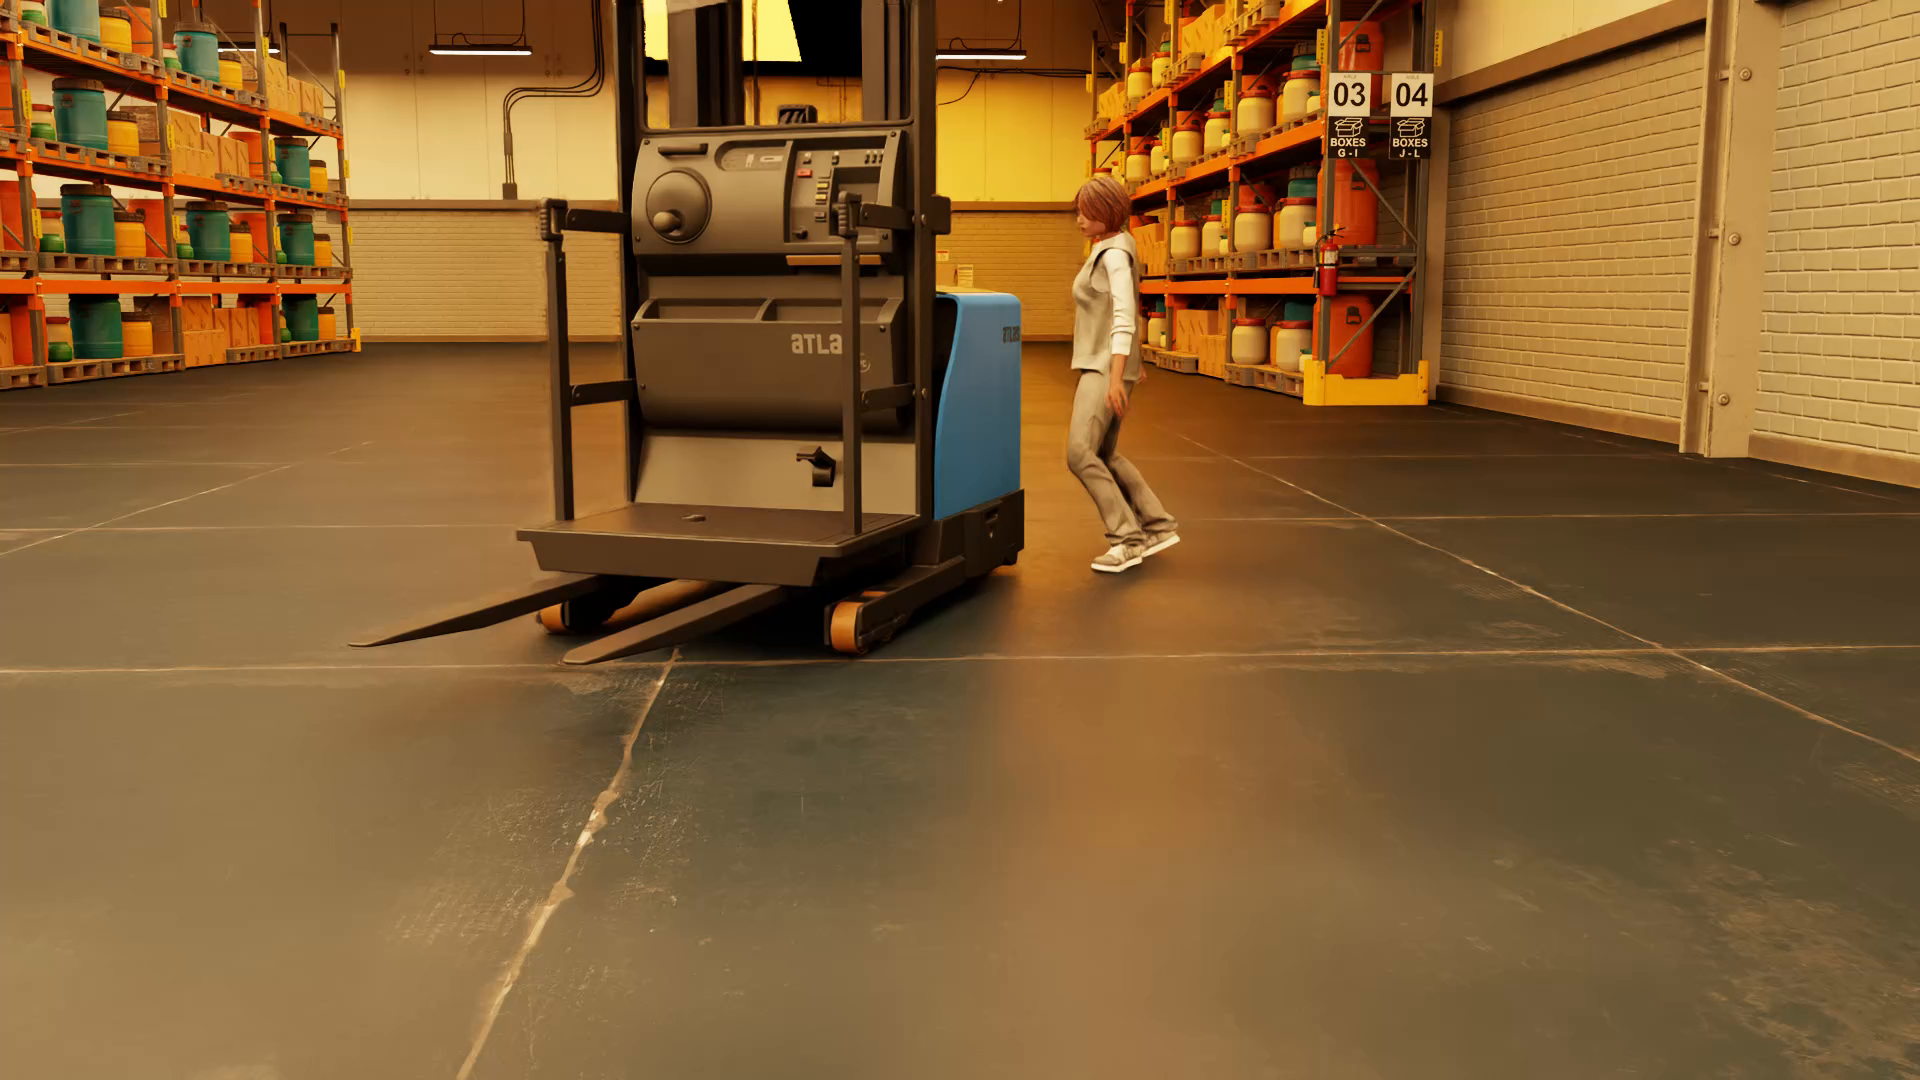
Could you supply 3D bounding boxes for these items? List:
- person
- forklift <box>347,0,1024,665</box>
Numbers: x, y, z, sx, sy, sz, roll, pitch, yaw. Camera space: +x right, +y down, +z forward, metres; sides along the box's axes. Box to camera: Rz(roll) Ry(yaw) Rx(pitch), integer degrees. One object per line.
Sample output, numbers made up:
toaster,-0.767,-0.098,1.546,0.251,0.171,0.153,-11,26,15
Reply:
person,0.674,-0.657,6.689,0.440,1.539,0.747,1,9,9
forklift,-0.703,-1.170,5.210,1.130,2.935,3.031,3,9,19
